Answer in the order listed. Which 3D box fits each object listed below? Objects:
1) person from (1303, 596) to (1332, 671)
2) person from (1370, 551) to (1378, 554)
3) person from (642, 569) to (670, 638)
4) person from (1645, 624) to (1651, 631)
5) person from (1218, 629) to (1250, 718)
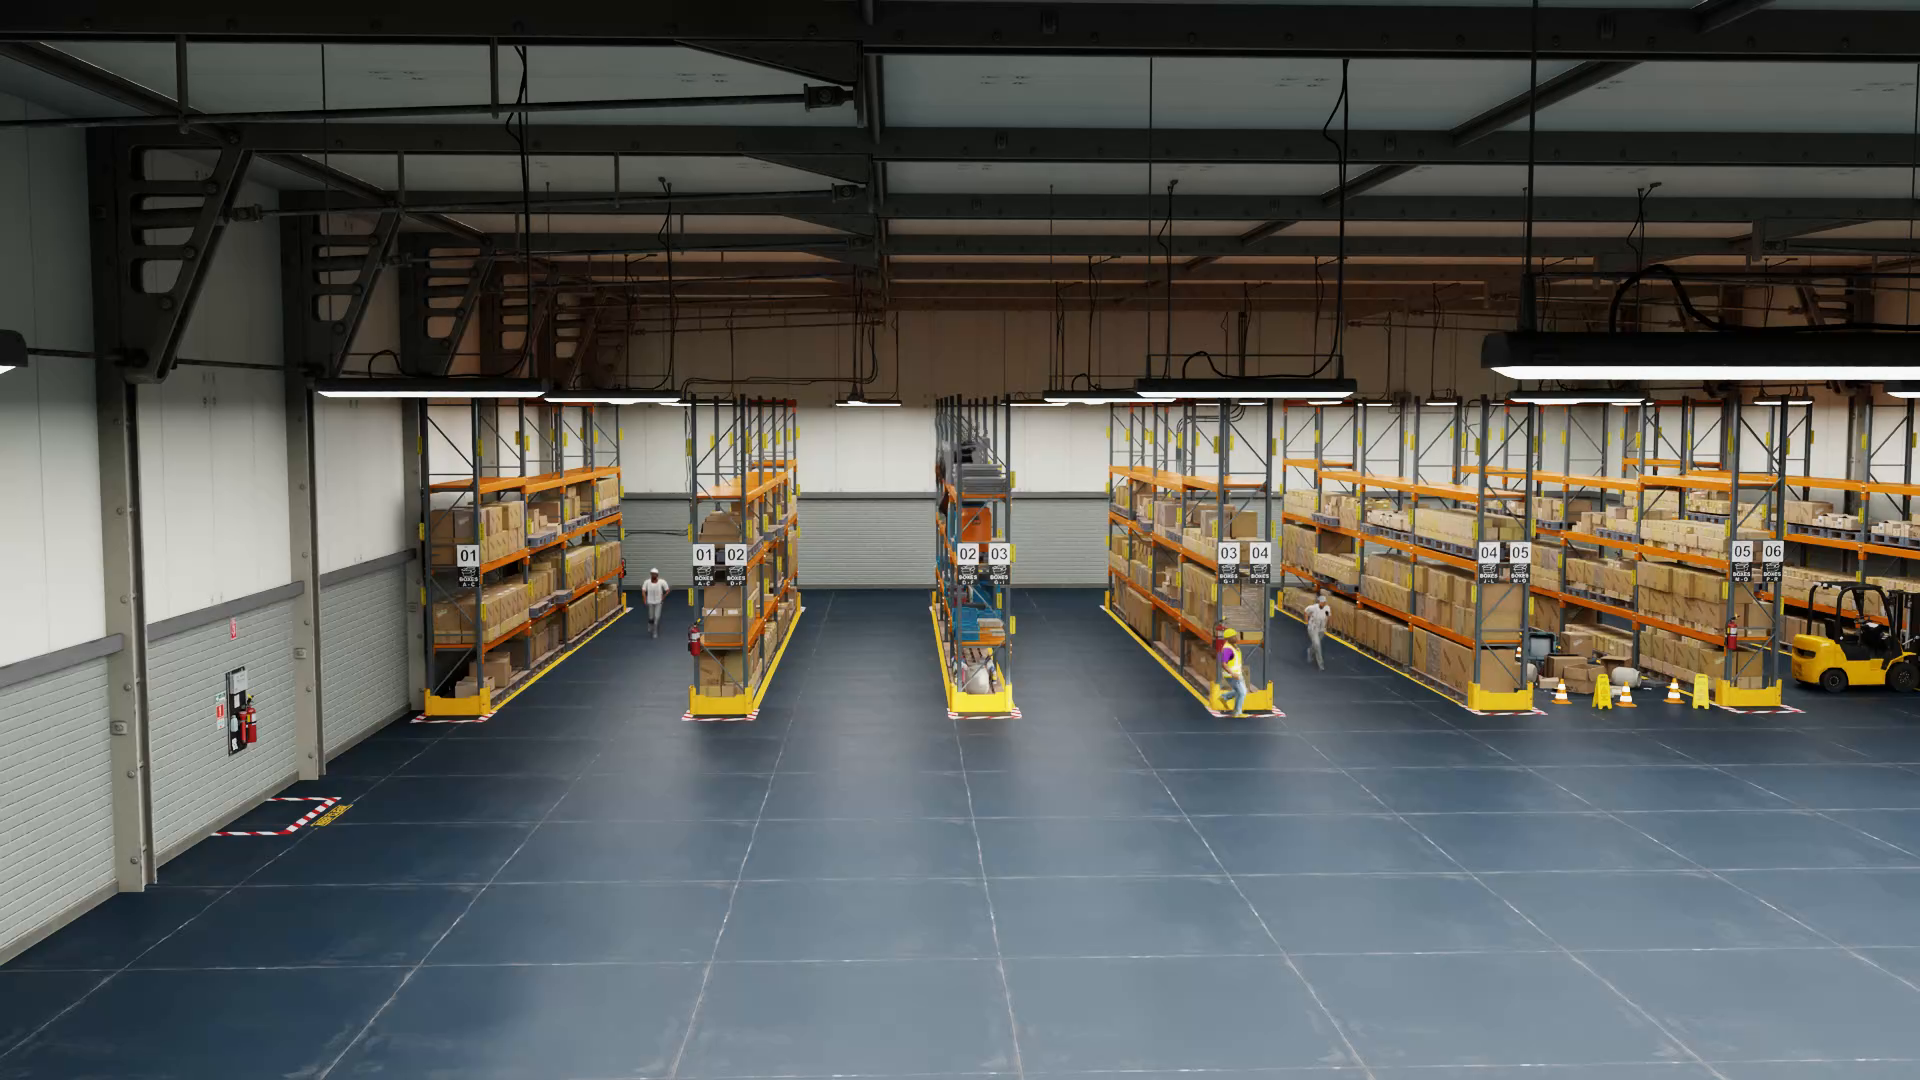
[{"bbox_3d":[7.895,2.032,36.860,0.624,1.662,0.971,-1,5,-11],"label":"person"},{"bbox_3d":[11.556,1.193,46.320,0.660,1.763,0.840,-2,5,-20],"label":"person"},{"bbox_3d":[-7.645,1.578,41.807,0.691,1.734,0.630,0,5,-4],"label":"person"},{"bbox_3d":[16.659,1.791,39.635,0.579,1.670,1.031,0,5,-6],"label":"person"},{"bbox_3d":[5.010,2.466,30.665,0.595,1.693,0.739,2,5,22],"label":"person"}]
